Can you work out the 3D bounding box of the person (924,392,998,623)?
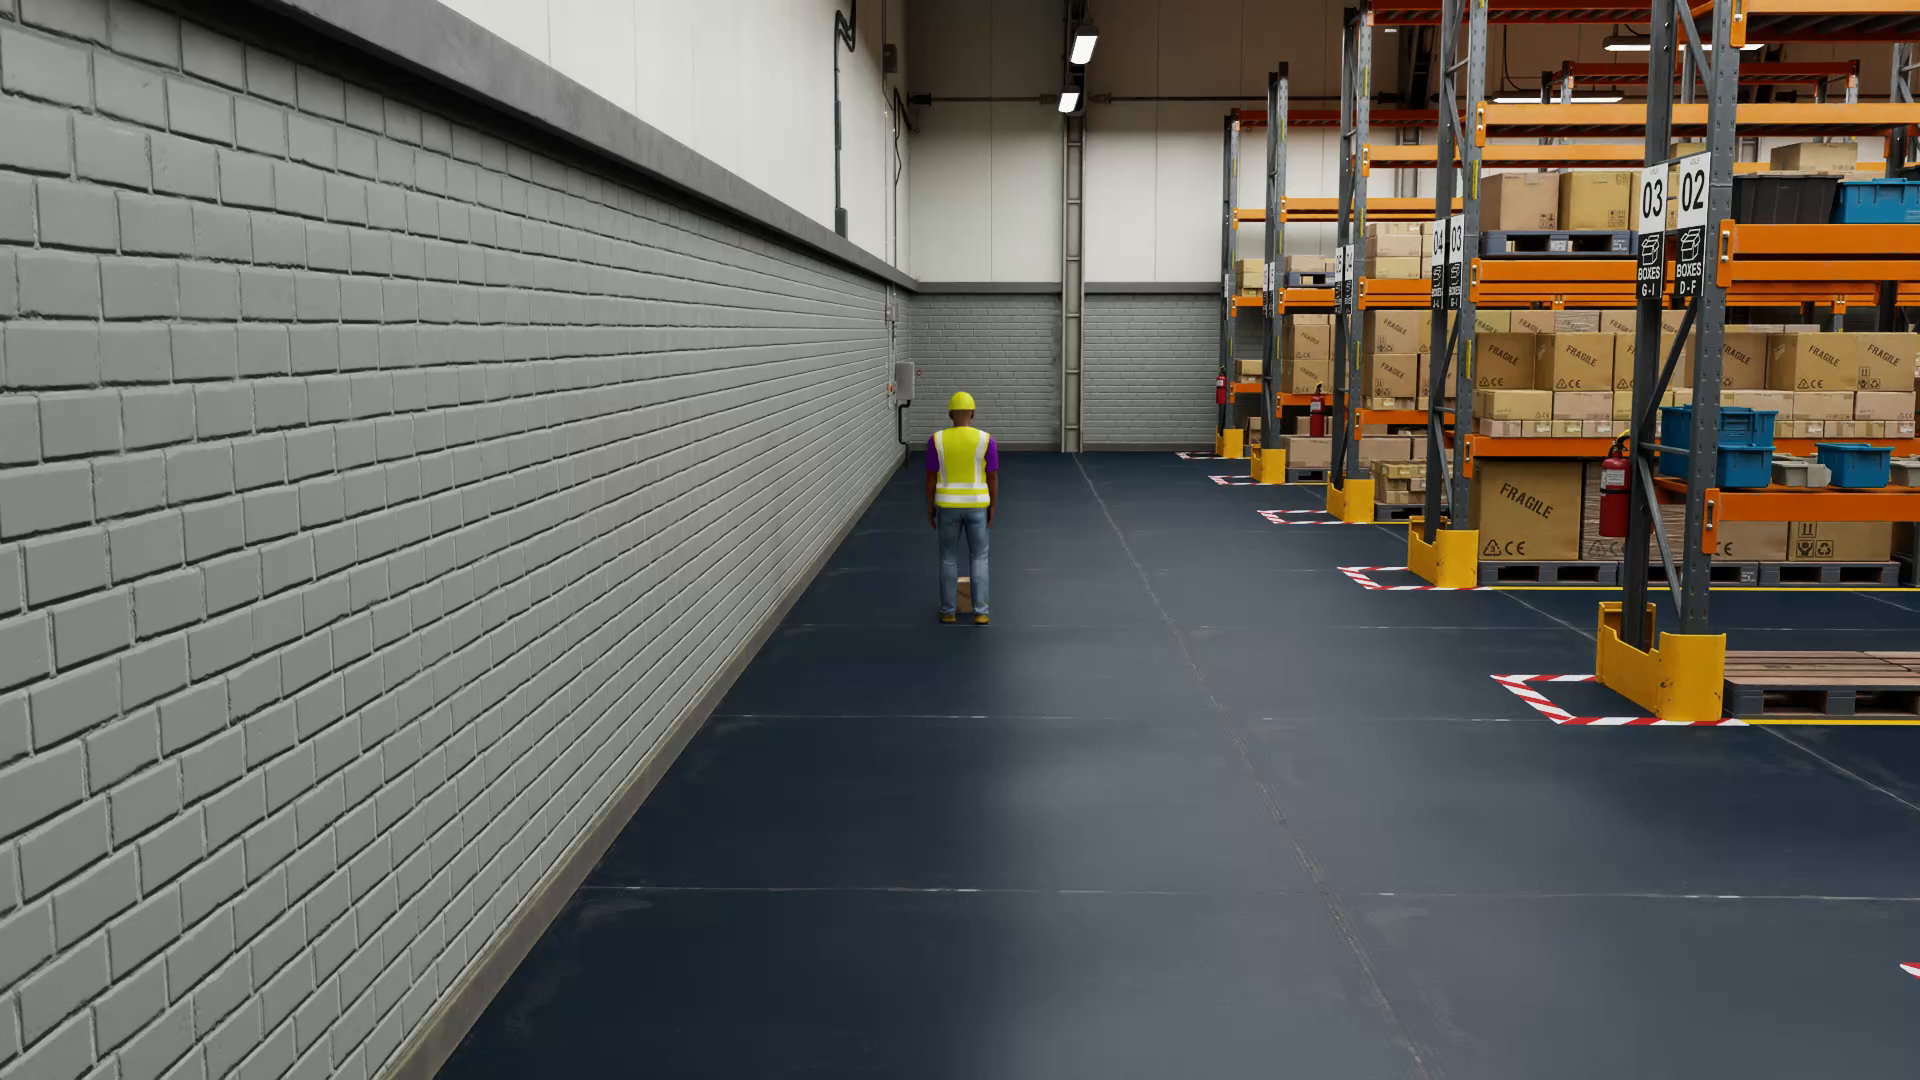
[{"bbox_3d":[0.012,-0.236,12.690,0.563,1.784,0.367,0,7,3],"label":"person"}]
